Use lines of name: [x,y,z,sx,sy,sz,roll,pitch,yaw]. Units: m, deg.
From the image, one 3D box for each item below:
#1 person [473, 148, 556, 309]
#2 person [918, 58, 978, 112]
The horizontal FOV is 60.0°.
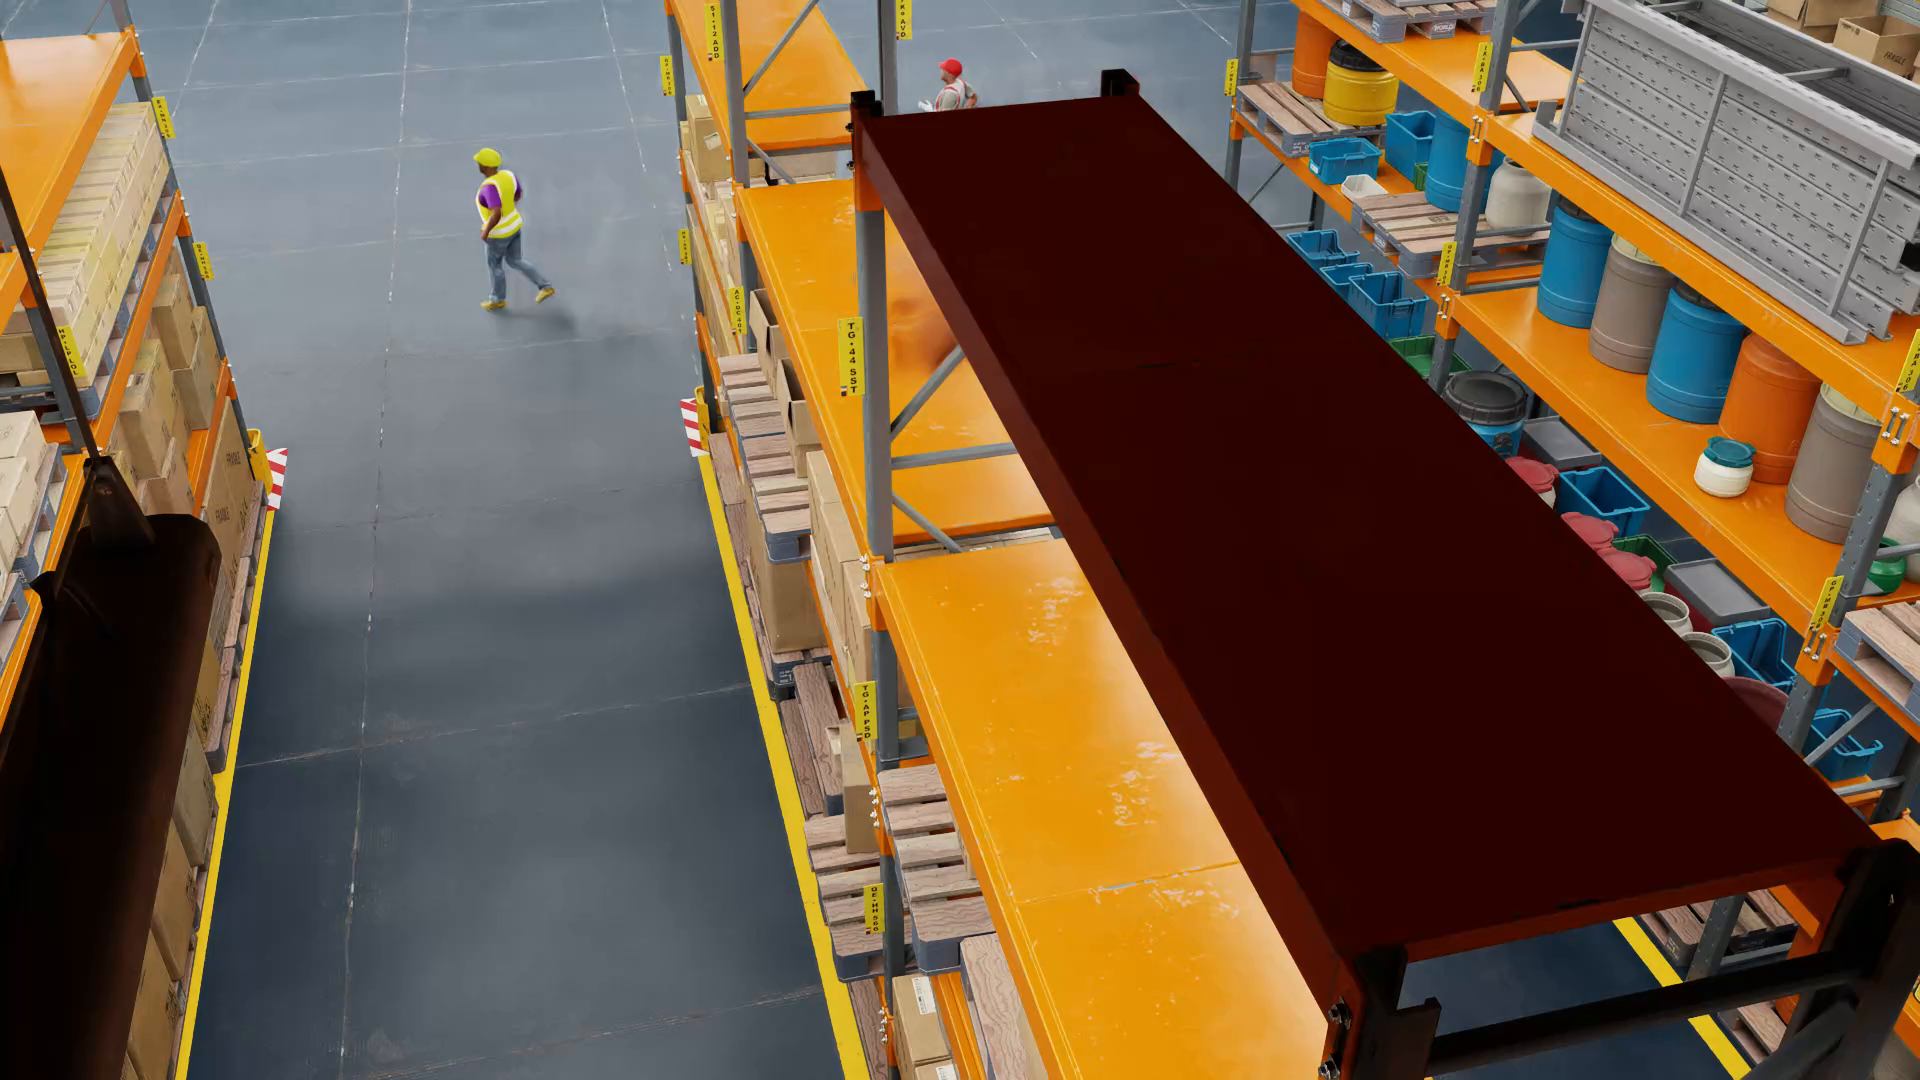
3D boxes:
person: [-4.699,-3.181,17.170,0.865,1.782,0.724,11,36,16]
person: [-0.114,-4.725,19.352,0.980,1.787,0.659,5,35,7]
